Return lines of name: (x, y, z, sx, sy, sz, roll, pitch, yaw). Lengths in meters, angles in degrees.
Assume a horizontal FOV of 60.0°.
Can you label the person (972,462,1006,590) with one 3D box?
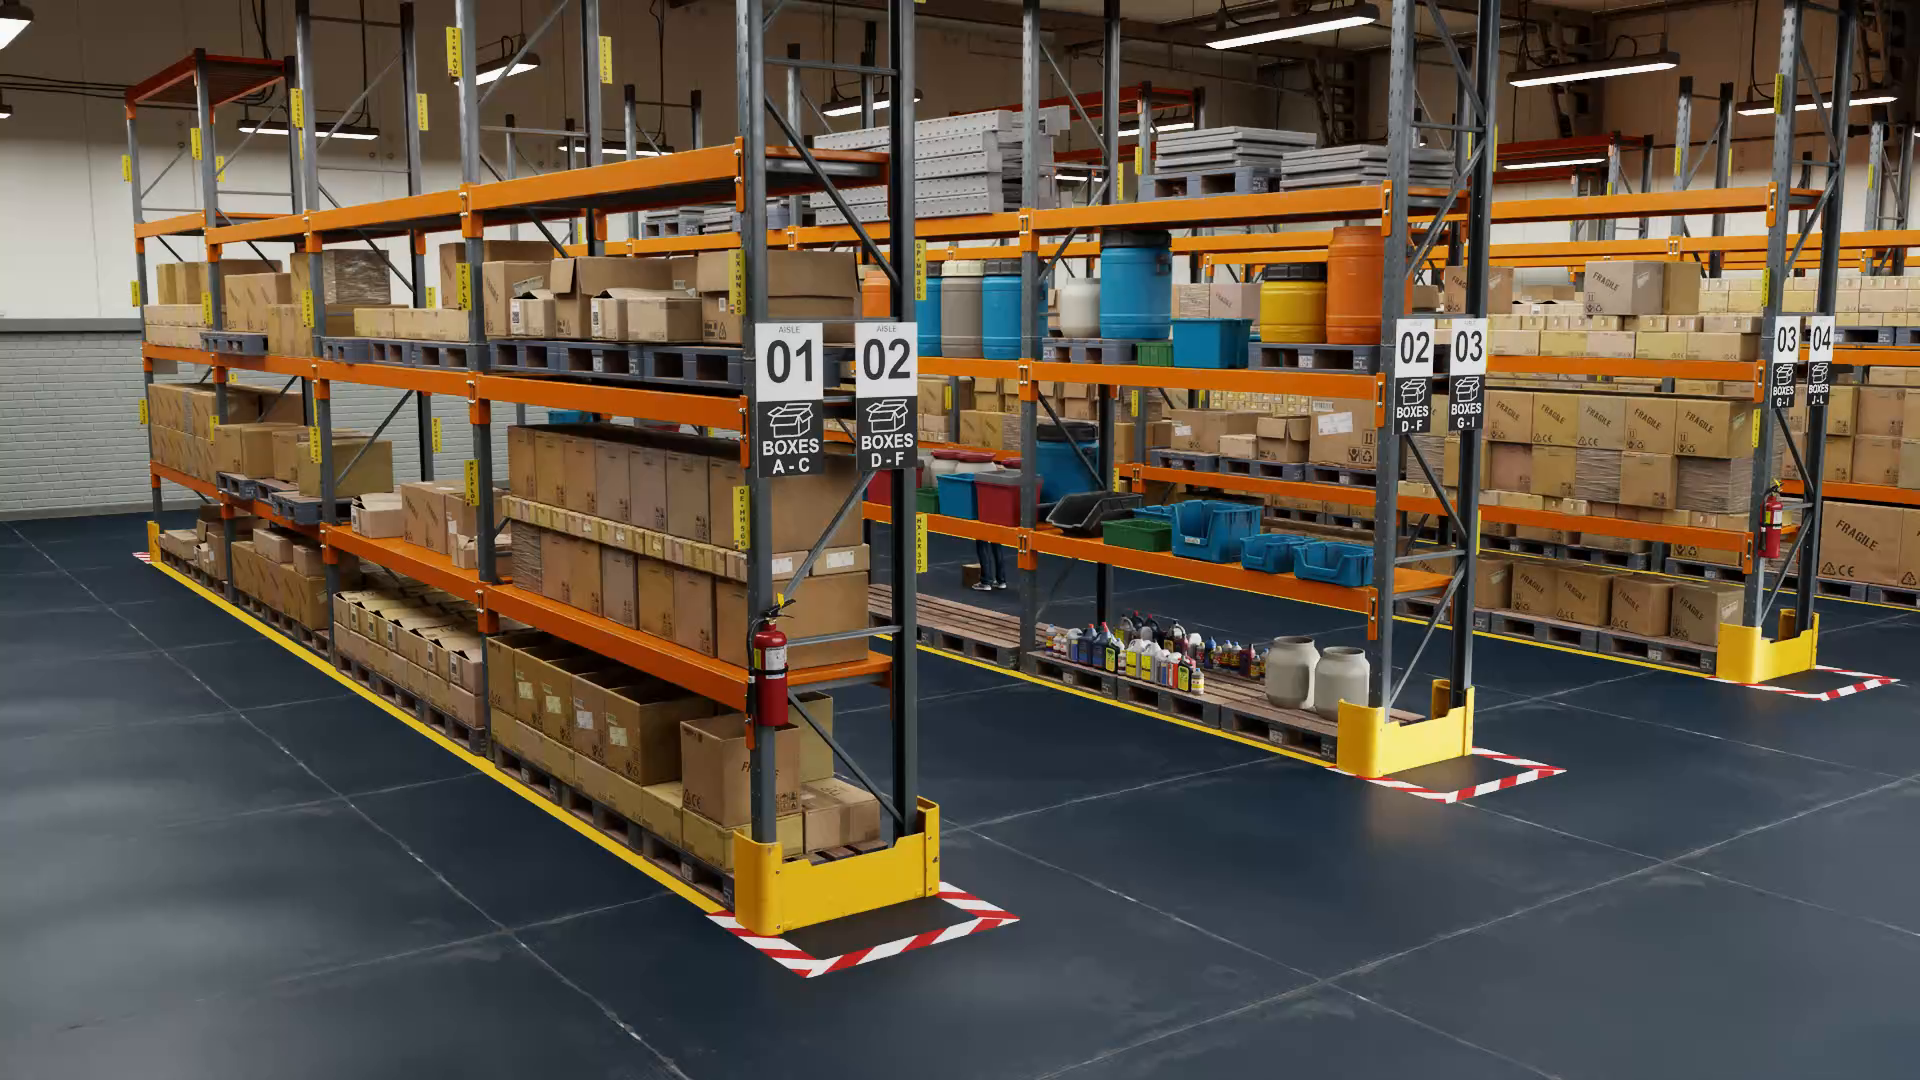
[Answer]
person: (0.341, -0.212, 19.364, 0.480, 1.593, 0.344, -6, 10, -38)
